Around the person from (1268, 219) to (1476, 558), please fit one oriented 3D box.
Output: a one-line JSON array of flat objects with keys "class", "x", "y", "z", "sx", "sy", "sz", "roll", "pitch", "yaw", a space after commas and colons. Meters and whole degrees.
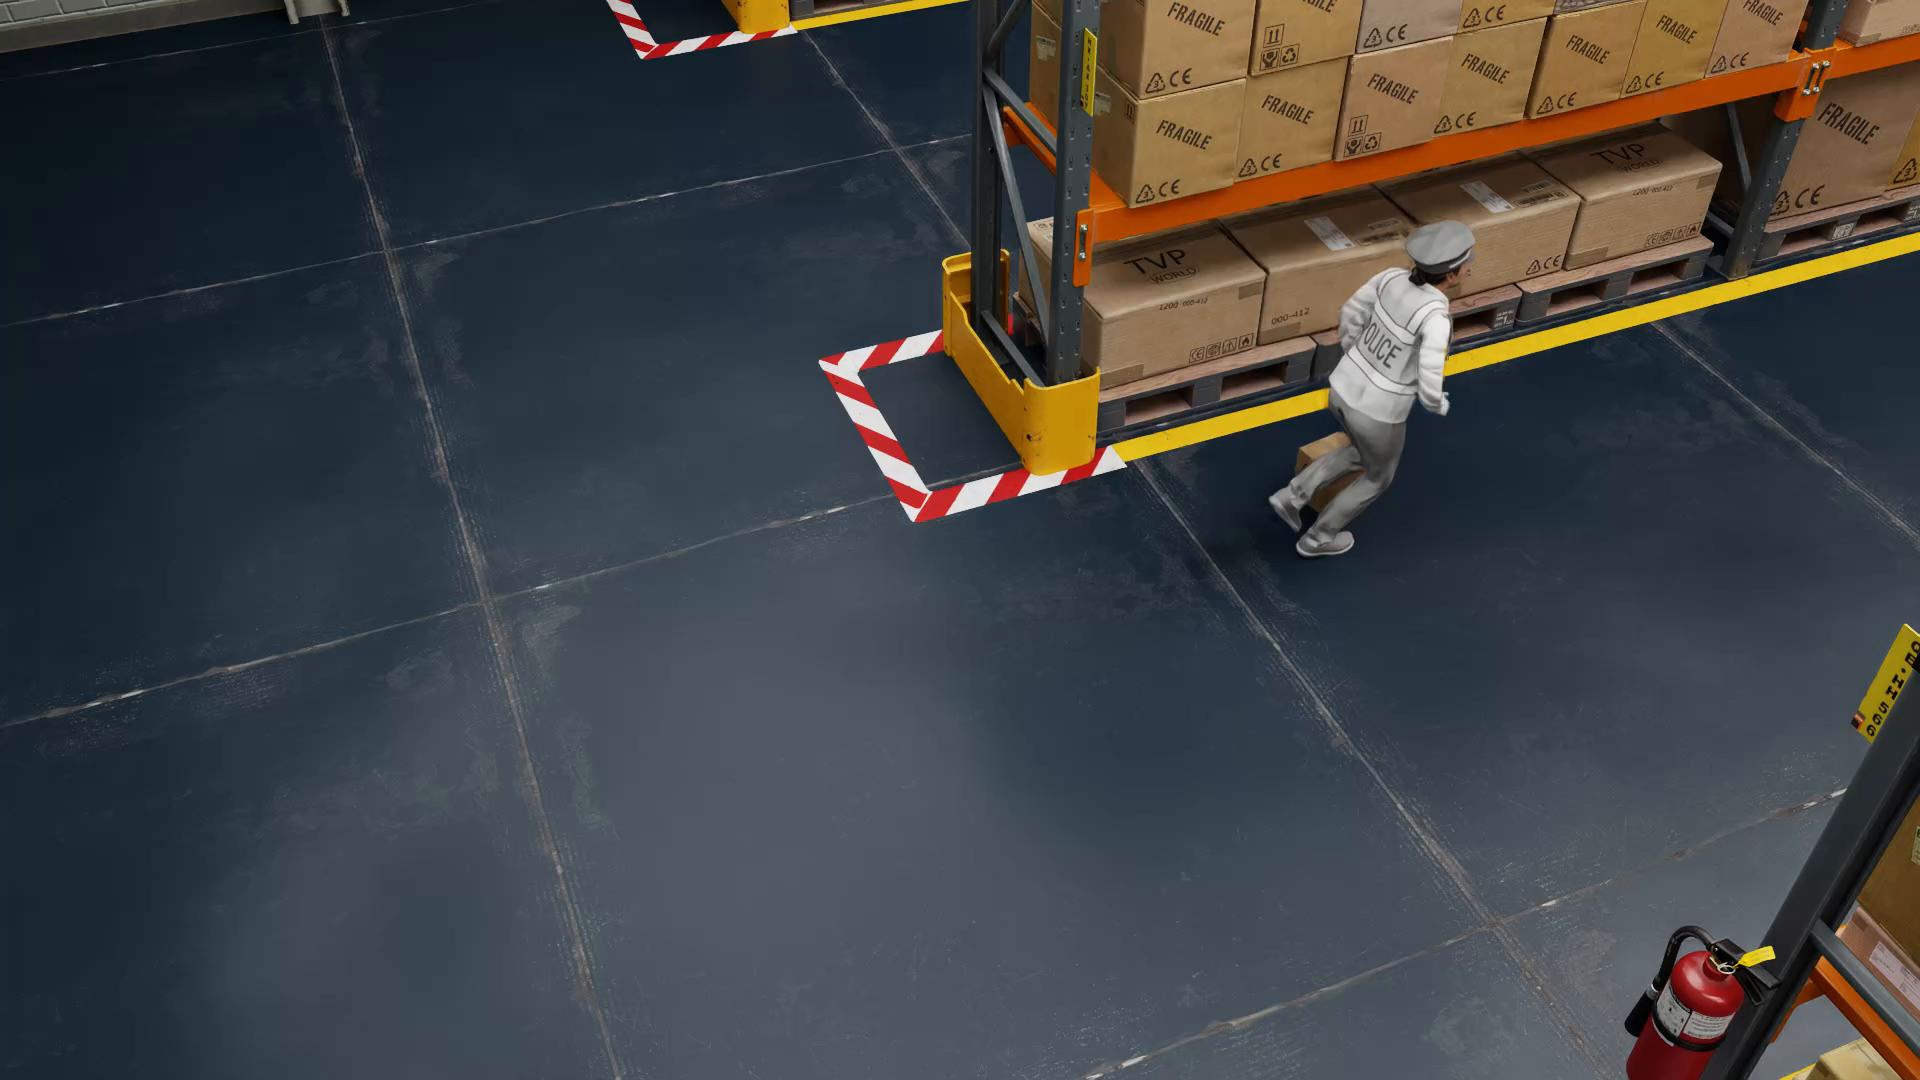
[{"class": "person", "x": 1.680, "y": -0.554, "z": 6.840, "sx": 0.667, "sy": 1.589, "sz": 0.640, "roll": -14, "pitch": 44, "yaw": -15}]
